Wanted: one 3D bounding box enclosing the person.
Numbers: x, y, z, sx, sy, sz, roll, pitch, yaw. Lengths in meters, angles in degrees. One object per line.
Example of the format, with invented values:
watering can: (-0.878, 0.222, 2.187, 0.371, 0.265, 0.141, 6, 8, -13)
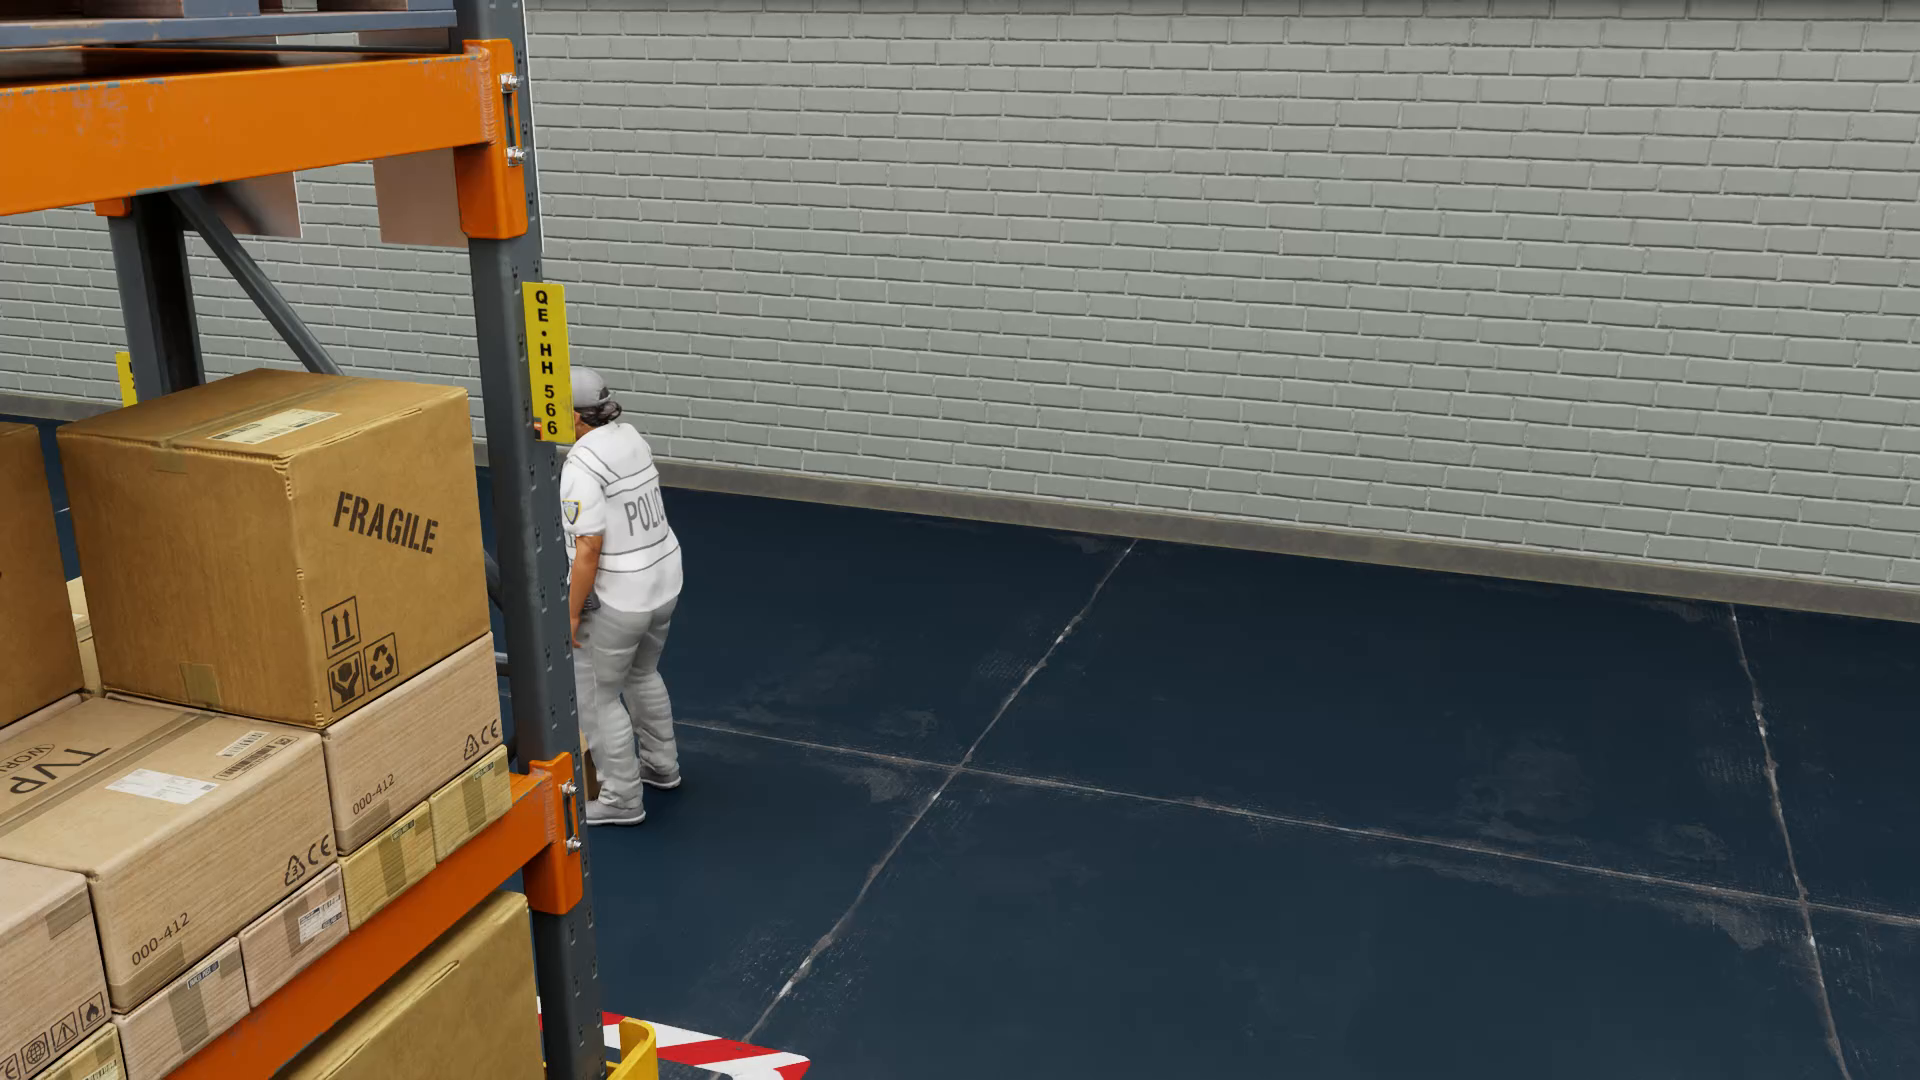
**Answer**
person: (-1.250, 0.196, 5.975, 0.466, 1.667, 0.539, 7, 20, 18)
